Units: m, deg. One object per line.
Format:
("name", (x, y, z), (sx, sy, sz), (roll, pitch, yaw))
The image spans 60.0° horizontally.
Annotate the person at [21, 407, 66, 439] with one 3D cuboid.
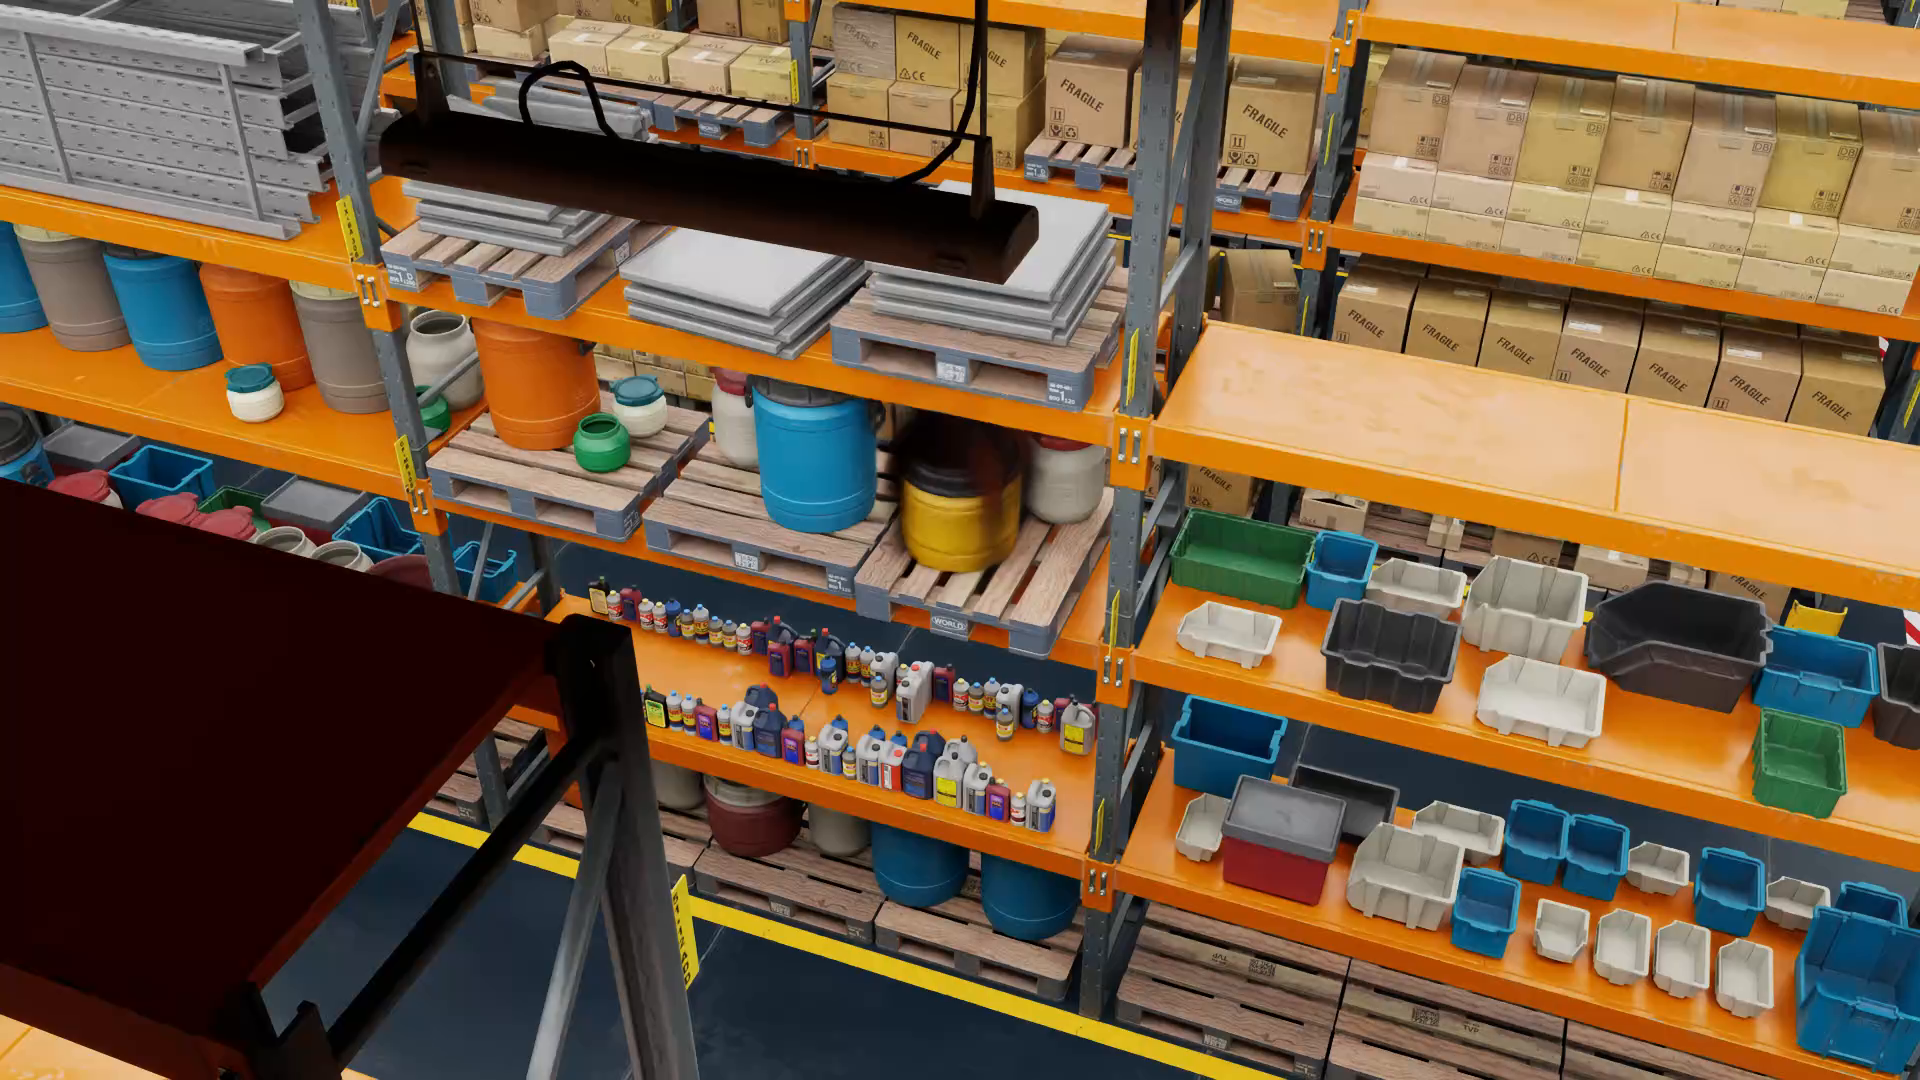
("person", (-7.668, -1.312, 13.666), (0.557, 1.790, 0.409), (12, 38, 16))
